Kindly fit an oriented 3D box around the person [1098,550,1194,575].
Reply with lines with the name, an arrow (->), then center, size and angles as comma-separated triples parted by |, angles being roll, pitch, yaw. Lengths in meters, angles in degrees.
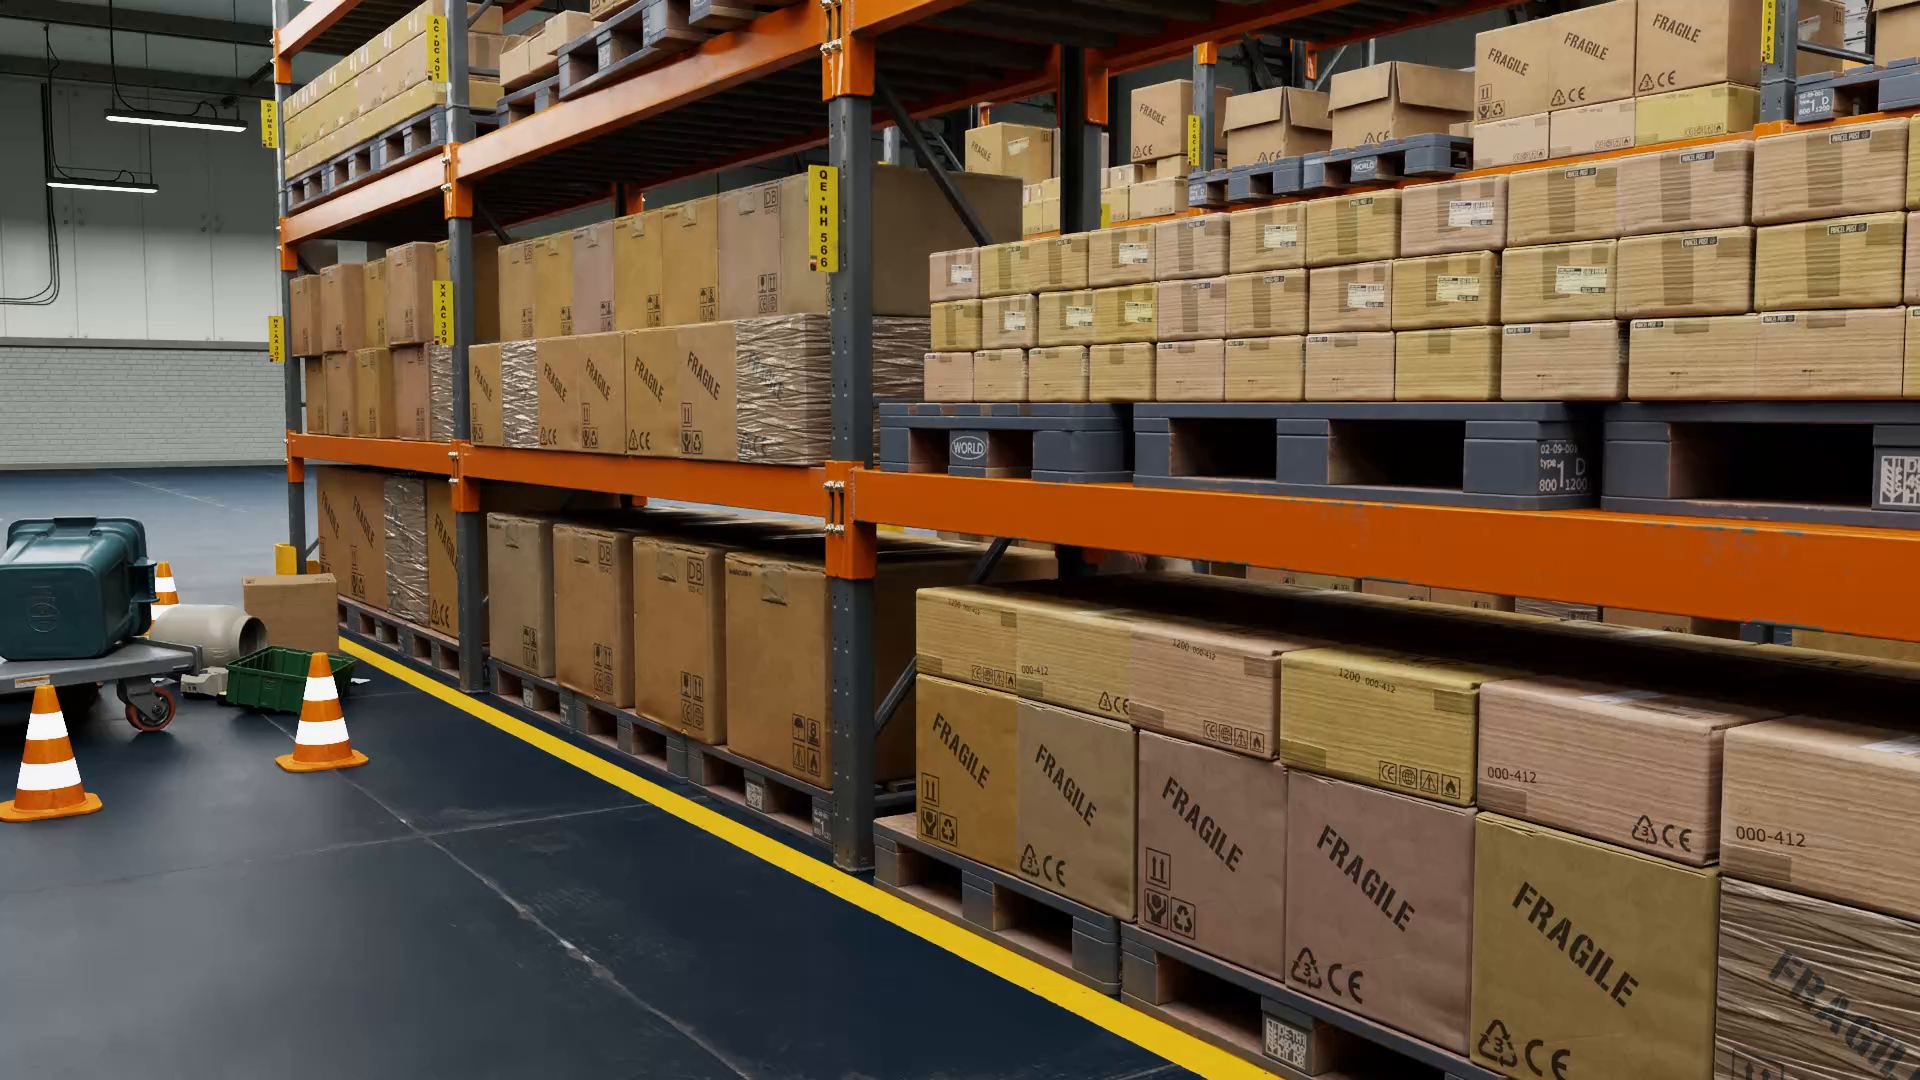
person -> 0.915, -0.037, 8.568 | 0.578, 1.662, 1.115 | -3, 5, -33
